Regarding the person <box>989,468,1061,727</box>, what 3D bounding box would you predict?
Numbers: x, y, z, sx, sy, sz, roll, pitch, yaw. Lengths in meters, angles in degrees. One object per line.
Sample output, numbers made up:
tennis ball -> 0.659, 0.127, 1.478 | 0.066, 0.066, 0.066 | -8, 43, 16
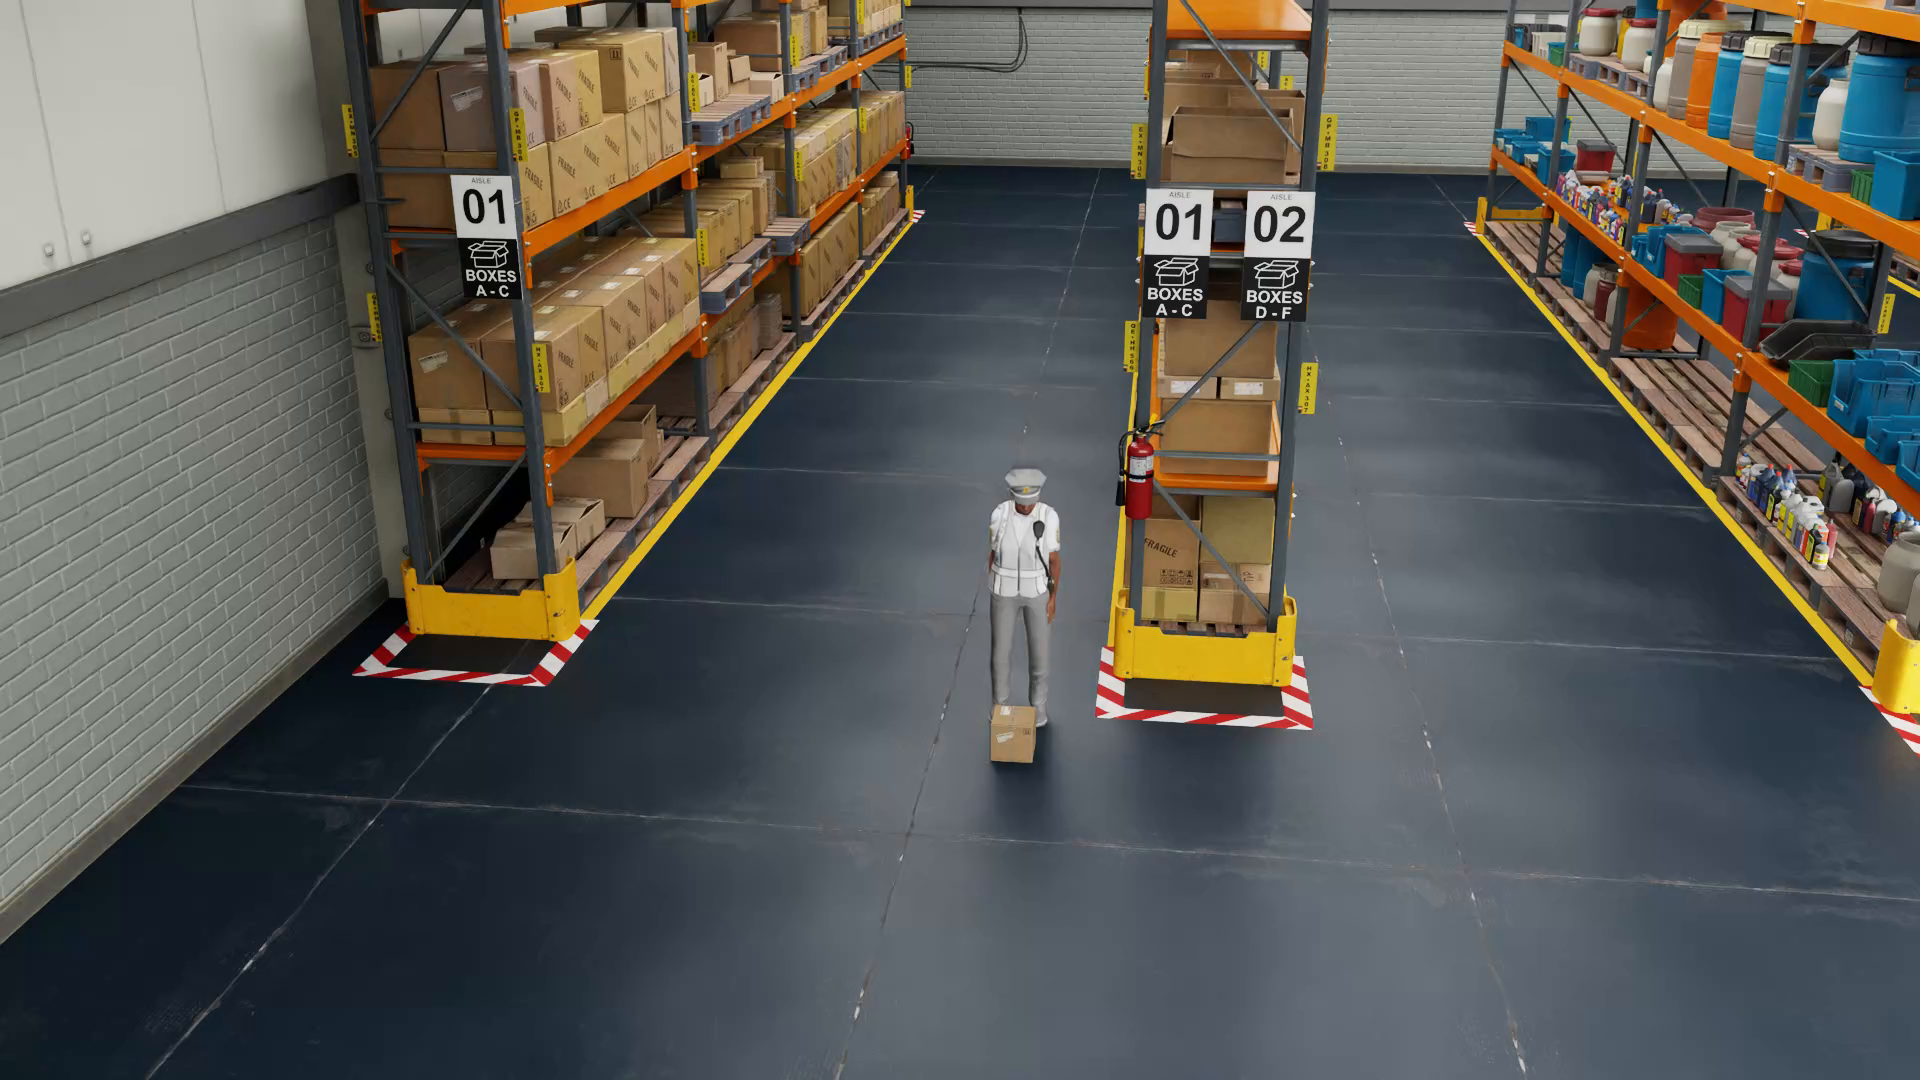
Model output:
person -> 0.394, 0.350, 10.216 | 0.443, 1.651, 0.351 | 2, 21, 6
